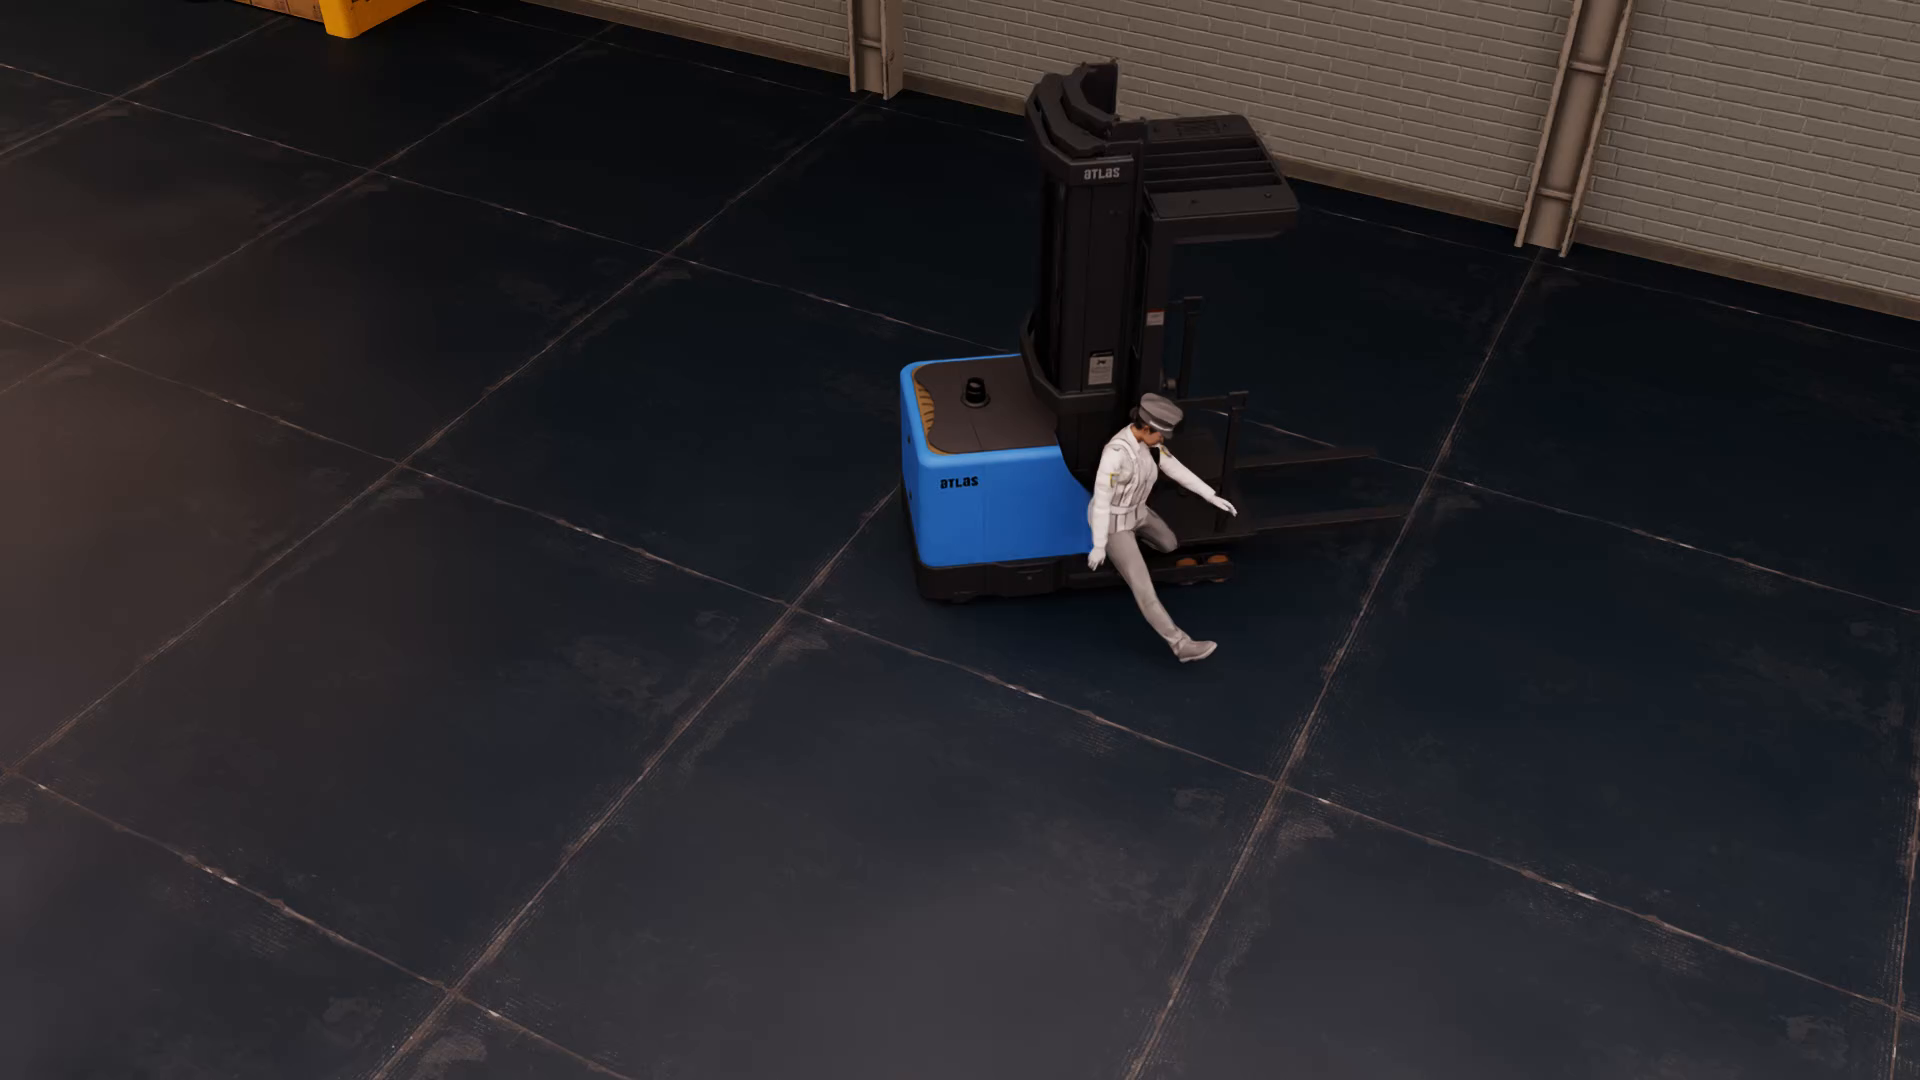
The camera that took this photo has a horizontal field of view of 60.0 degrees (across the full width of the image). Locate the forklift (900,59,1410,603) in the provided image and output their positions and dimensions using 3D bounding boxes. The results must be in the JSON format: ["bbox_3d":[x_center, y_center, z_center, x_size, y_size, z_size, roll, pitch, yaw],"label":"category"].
[{"bbox_3d":[1.192,-1.183,9.391,3.031,2.935,1.130,-5,40,-6],"label":"forklift"}]

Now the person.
[{"bbox_3d":[1.121,-0.109,9.176,1.045,1.439,0.904,27,47,28],"label":"person"}]
